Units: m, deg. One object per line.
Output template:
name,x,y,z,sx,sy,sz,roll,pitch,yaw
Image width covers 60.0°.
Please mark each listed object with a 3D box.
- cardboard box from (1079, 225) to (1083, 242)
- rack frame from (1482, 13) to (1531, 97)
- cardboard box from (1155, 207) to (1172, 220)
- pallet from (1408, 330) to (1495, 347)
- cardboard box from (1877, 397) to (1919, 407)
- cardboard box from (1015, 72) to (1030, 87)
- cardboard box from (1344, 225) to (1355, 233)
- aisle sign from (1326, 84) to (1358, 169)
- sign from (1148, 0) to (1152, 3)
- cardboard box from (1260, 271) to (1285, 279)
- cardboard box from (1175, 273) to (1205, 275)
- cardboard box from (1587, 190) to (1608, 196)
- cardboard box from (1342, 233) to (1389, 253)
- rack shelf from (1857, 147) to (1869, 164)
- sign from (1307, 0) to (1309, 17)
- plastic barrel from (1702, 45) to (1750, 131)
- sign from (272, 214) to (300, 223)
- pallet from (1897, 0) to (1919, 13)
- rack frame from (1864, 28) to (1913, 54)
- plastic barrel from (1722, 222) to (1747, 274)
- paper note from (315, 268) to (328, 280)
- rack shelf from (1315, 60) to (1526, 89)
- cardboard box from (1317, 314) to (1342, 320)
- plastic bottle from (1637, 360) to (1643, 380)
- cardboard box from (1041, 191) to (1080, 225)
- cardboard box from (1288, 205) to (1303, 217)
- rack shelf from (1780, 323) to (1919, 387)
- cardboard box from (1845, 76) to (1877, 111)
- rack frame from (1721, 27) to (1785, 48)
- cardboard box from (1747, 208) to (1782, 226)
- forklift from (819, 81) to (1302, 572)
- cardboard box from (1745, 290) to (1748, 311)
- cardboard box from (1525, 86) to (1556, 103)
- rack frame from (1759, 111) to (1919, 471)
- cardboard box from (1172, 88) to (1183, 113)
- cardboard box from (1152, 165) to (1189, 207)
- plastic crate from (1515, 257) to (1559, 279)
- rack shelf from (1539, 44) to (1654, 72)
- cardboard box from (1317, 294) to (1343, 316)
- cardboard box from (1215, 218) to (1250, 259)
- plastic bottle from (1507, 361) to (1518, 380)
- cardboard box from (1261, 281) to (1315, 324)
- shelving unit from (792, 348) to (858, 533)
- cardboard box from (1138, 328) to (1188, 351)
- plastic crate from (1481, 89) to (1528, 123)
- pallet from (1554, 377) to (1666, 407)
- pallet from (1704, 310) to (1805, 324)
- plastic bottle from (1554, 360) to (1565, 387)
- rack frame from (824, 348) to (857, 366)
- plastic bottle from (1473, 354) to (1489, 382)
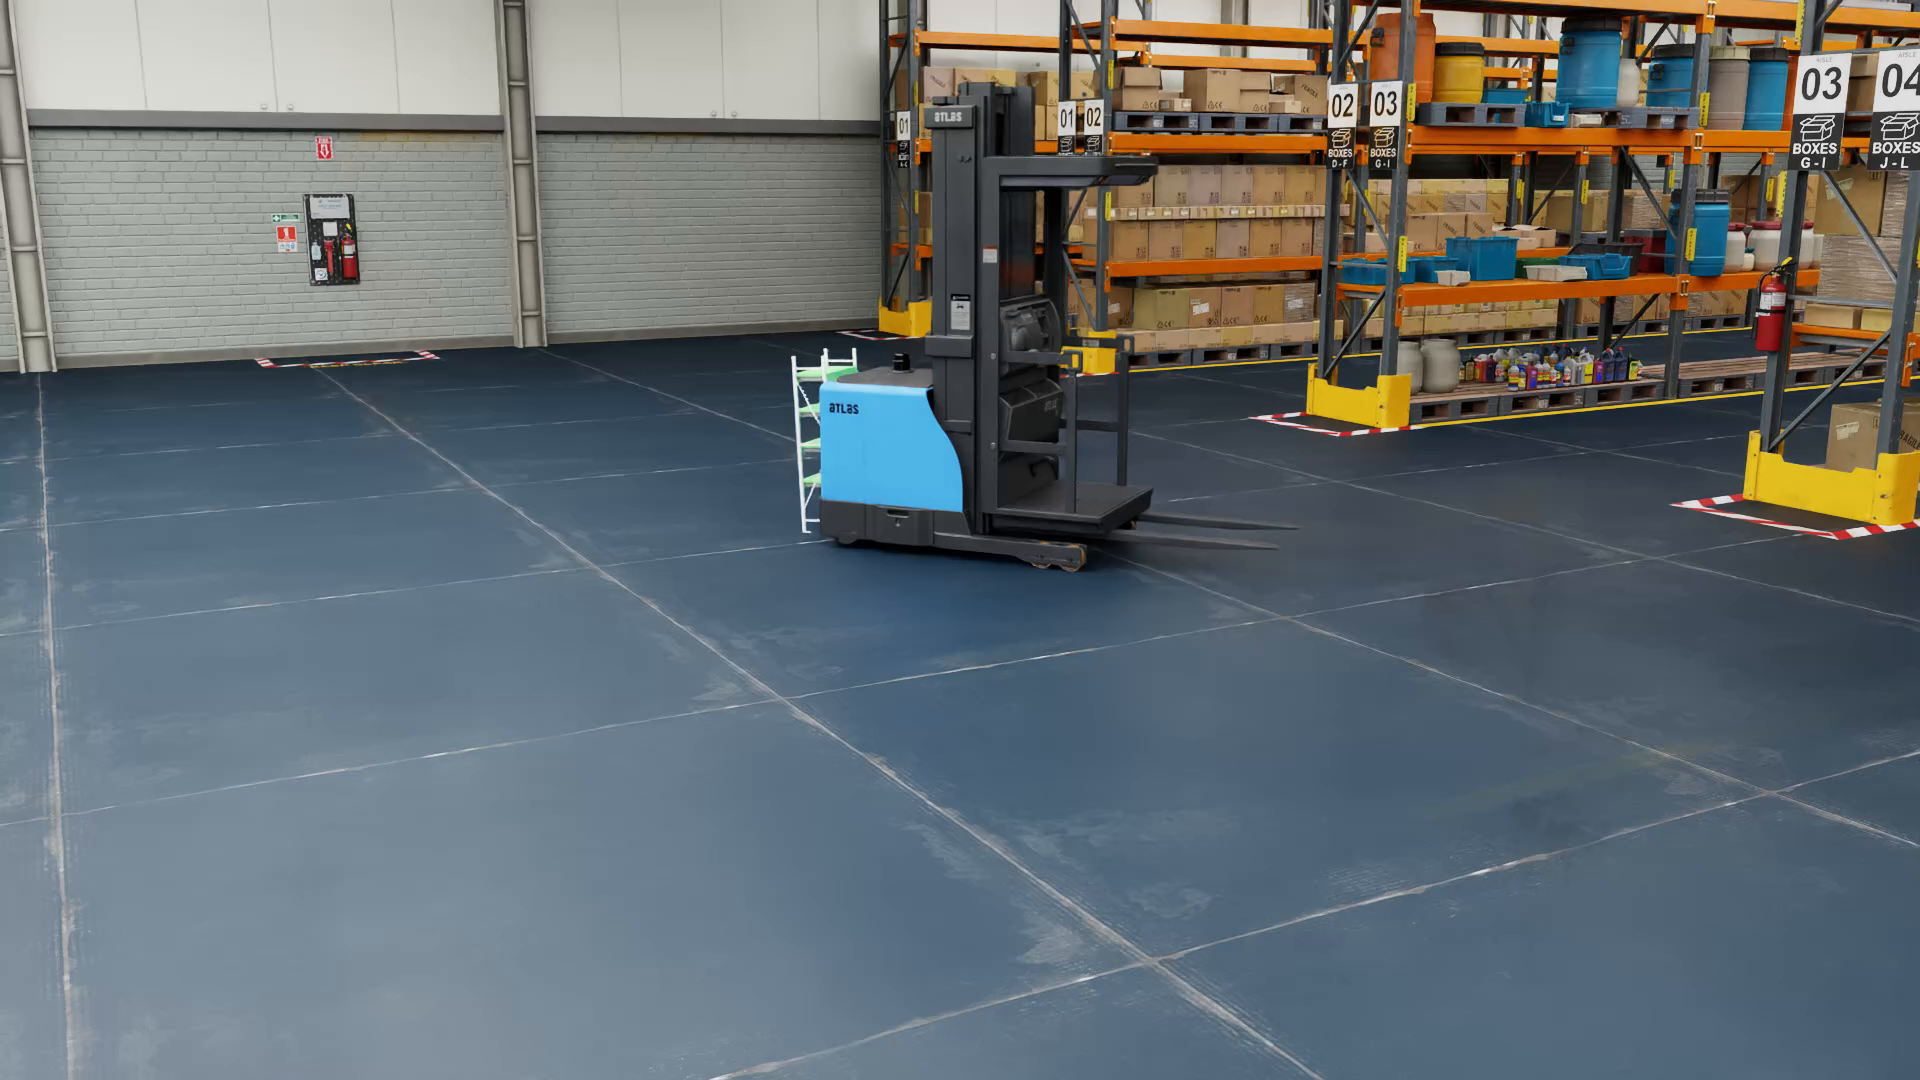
cardboard box,1.912,-4.742,25.646,0.500,0.250,0.500,-7,14,-28
rack frame,9.646,-8.733,29.419,0.127,3.000,1.000,-7,14,-28
cardboard box,2.387,-4.009,20.386,0.250,0.149,0.380,-7,14,-28
pallet,6.701,-2.864,23.356,1.213,0.211,1.003,-7,14,-28
cardboard box,7.297,-0.798,12.558,0.500,0.500,0.500,-3,13,-13
cardboard box,0.728,-6.808,25.146,0.500,0.500,0.500,-7,14,-28
cardboard box,6.535,-5.263,28.189,0.250,0.149,0.380,-7,14,-29
aisle sign,3.654,-3.953,15.920,0.004,0.787,0.394,-7,14,-28
sign,2.868,-8.279,25.095,0.005,0.325,0.100,-7,14,-28
cardboard box,5.020,-4.263,27.912,0.500,0.500,0.700,-7,14,-28
cardboard box,3.647,-4.453,27.049,0.500,0.250,0.500,-7,15,-29
cardboard box,11.407,-6.161,30.970,0.700,0.700,0.980,-8,15,-31
cardboard box,5.412,-3.998,22.382,0.500,0.250,0.500,-6,14,-24
rack shelf,12.637,-4.799,20.409,4.000,0.370,1.077,-7,14,-28
sign,5.866,-8.952,27.903,0.005,0.325,0.100,-7,14,-28
plastic barrel,8.287,-4.928,18.200,0.600,0.901,0.600,0,13,0
sign,-8.668,-4.137,21.371,0.331,0.109,0.001,-7,14,-28
pallet,11.529,-6.186,19.441,1.003,0.211,1.213,-7,14,-28
rack frame,10.882,-6.403,19.066,0.127,3.000,1.000,-7,14,-28
plastic barrel,8.315,-3.180,18.099,0.433,0.535,0.433,0,13,0
paper note,-8.330,-3.465,21.682,0.142,0.148,0.016,-7,14,-28
rack shelf,7.890,-7.977,28.607,4.000,0.370,1.077,-7,14,-28
cardboard box,5.226,-2.973,22.796,0.500,0.250,0.500,-7,14,-28
plastic bottle,7.201,-1.807,17.677,0.097,0.201,0.097,0,13,0
cardboard box,1.474,-5.053,25.320,0.500,0.500,0.500,-7,15,-29
cardboard box,4.188,-4.224,21.343,0.250,0.149,0.380,-7,14,-28
rack shelf,7.988,-1.540,12.757,4.000,0.370,1.077,-7,14,-28
cardboard box,6.534,-3.170,11.874,0.500,0.250,0.500,-6,14,-27
rack frame,12.022,-7.779,25.179,0.127,3.000,1.000,-7,14,-28
cardboard box,12.600,-4.902,25.832,0.500,0.500,0.500,-6,14,-26
forklift,0.636,-1.366,10.504,3.031,2.935,1.130,6,14,23
cardboard box,12.494,-3.758,26.096,0.500,0.311,0.500,-7,14,-28
cardboard box,10.406,-7.837,29.719,0.500,0.500,0.500,-7,14,-28
rack frame,6.233,-1.680,11.743,0.127,3.000,1.000,-7,14,-28
cardboard box,2.862,-5.513,20.871,0.500,0.311,0.500,-5,14,-21
cardboard box,2.411,-4.380,20.557,0.500,0.500,0.700,-7,15,-29
plastic crate,6.044,-2.864,17.485,0.662,0.188,0.450,-7,14,-28
rack shelf,10.267,-7.022,24.367,4.000,0.370,1.077,-7,14,-28
cardboard box,5.219,-3.245,22.727,0.500,0.311,0.500,-7,14,-28
cardboard box,3.263,-3.849,21.150,0.500,0.500,0.700,-6,14,-26
plastic bottle,5.857,-1.797,17.635,0.097,0.201,0.097,0,13,0
cardboard box,4.254,-3.099,21.644,0.500,0.500,0.500,-7,14,-28
shelving unit,-0.894,-0.687,11.400,0.258,1.200,0.503,2,13,21
cardboard box,2.504,-2.520,20.781,0.500,0.250,0.500,-7,14,-28
plastic crate,5.389,-4.349,16.806,0.575,0.384,0.392,-7,14,-28
pallet,6.761,-1.633,17.883,1.213,0.211,1.003,-7,14,-28
pallet,12.626,-3.564,26.464,1.213,0.211,1.003,-7,14,-28
plastic bottle,6.167,-1.717,17.118,0.097,0.271,0.097,0,13,0
rack frame,-0.805,-0.736,11.621,0.240,1.200,0.015,2,13,21
plastic bottle,5.496,-1.820,17.564,0.135,0.276,0.152,-7,14,-27
